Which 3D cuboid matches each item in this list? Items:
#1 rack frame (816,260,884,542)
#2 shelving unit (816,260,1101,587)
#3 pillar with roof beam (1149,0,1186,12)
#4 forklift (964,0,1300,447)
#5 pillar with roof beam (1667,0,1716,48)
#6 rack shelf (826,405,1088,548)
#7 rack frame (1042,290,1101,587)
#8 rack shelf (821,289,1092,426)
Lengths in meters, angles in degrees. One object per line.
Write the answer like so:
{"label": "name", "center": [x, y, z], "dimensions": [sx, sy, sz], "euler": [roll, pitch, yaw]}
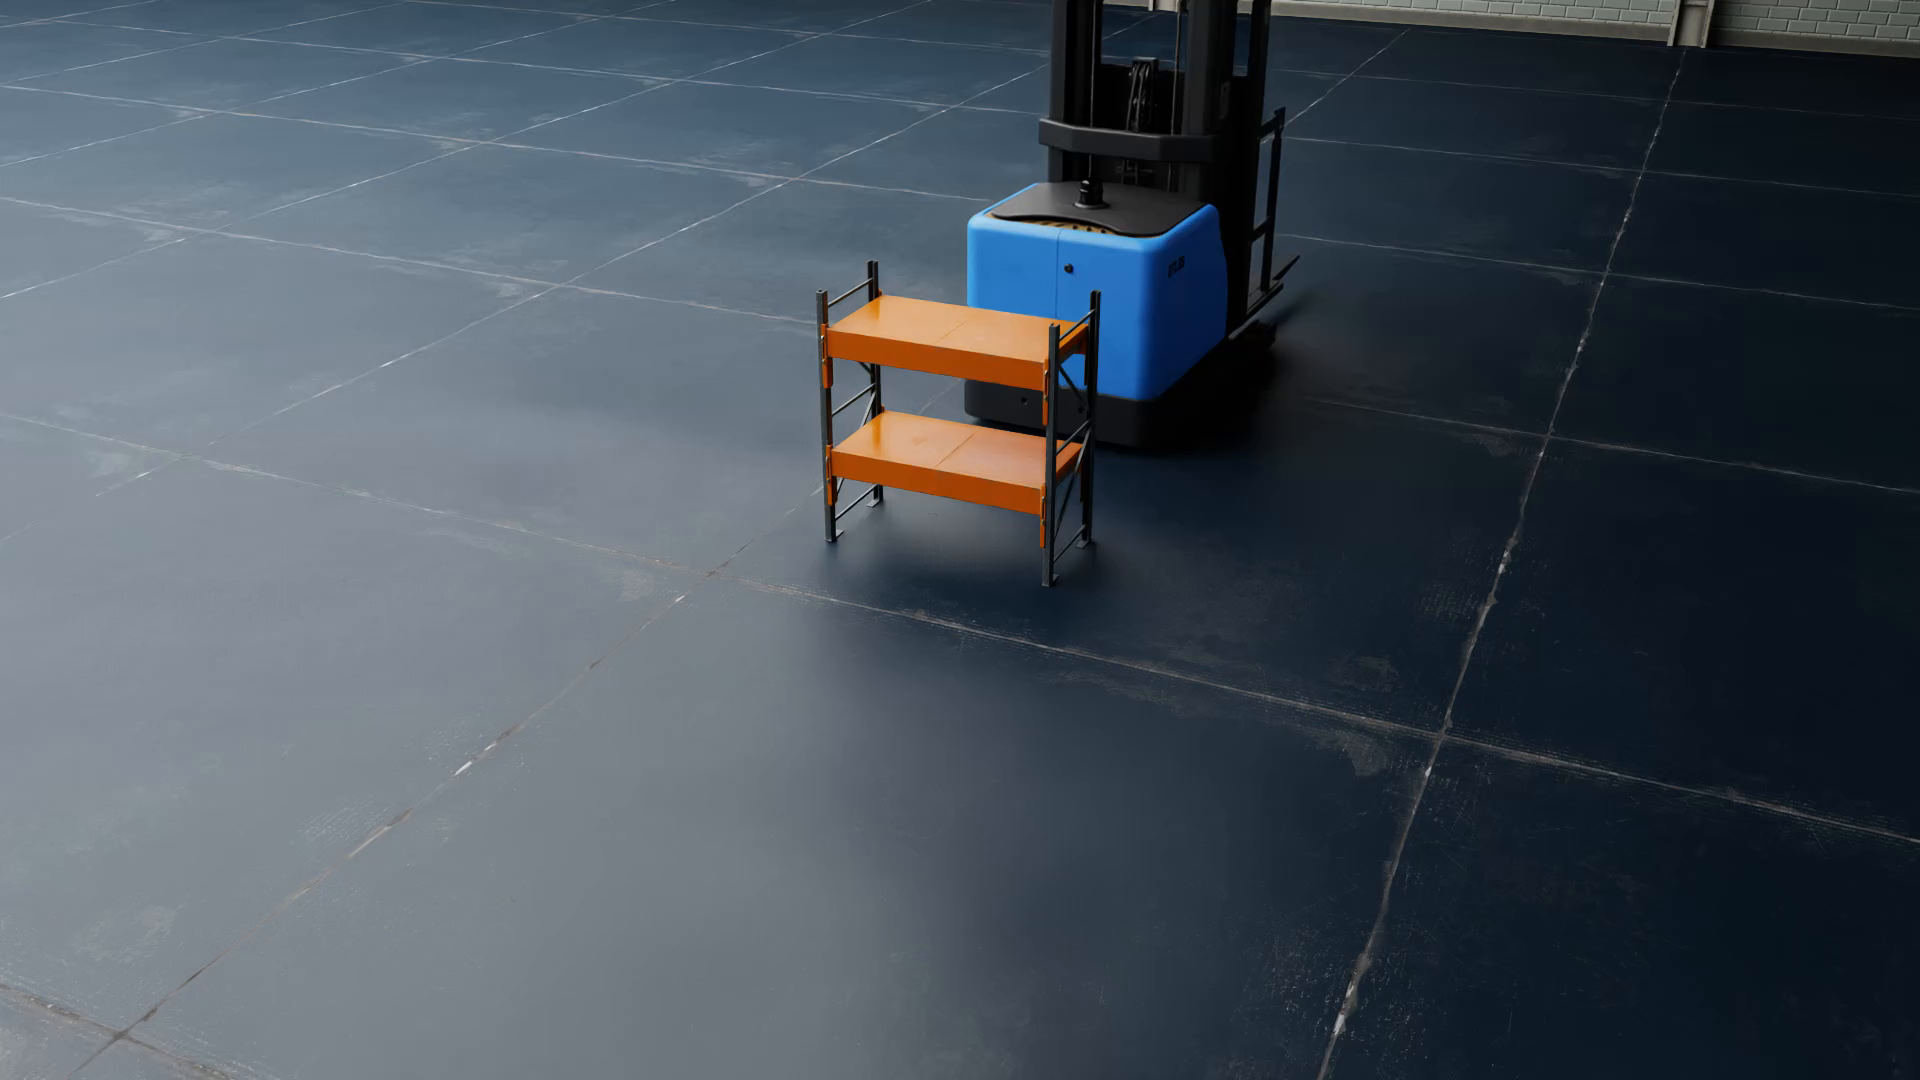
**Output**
{"label": "rack frame", "center": [-0.469, -0.599, 7.193], "dimensions": [0.032, 1.125, 0.500], "euler": [11, 28, 22]}
{"label": "shelving unit", "center": [-0.006, -0.506, 7.004], "dimensions": [1.048, 1.125, 0.538], "euler": [11, 28, 22]}
{"label": "pillar with roof beam", "center": [0.789, -8.875, 15.088], "dimensions": [0.400, 9.000, 9.100], "euler": [11, 28, 22]}
{"label": "forklift", "center": [1.137, -2.379, 8.764], "dimensions": [1.130, 2.935, 3.031], "euler": [13, 29, 24]}
{"label": "pillar with roof beam", "center": [6.251, -7.778, 12.860], "dimensions": [0.400, 9.000, 9.100], "euler": [11, 28, 22]}
{"label": "rack shelf", "center": [-0.006, -0.287, 7.112], "dimensions": [1.000, 0.278, 0.538], "euler": [11, 28, 22]}
{"label": "rack frame", "center": [0.457, -0.413, 6.815], "dimensions": [0.032, 1.125, 0.500], "euler": [11, 28, 22]}
{"label": "rack shelf", "center": [-0.006, -0.768, 6.875], "dimensions": [1.000, 0.278, 0.538], "euler": [11, 28, 22]}
